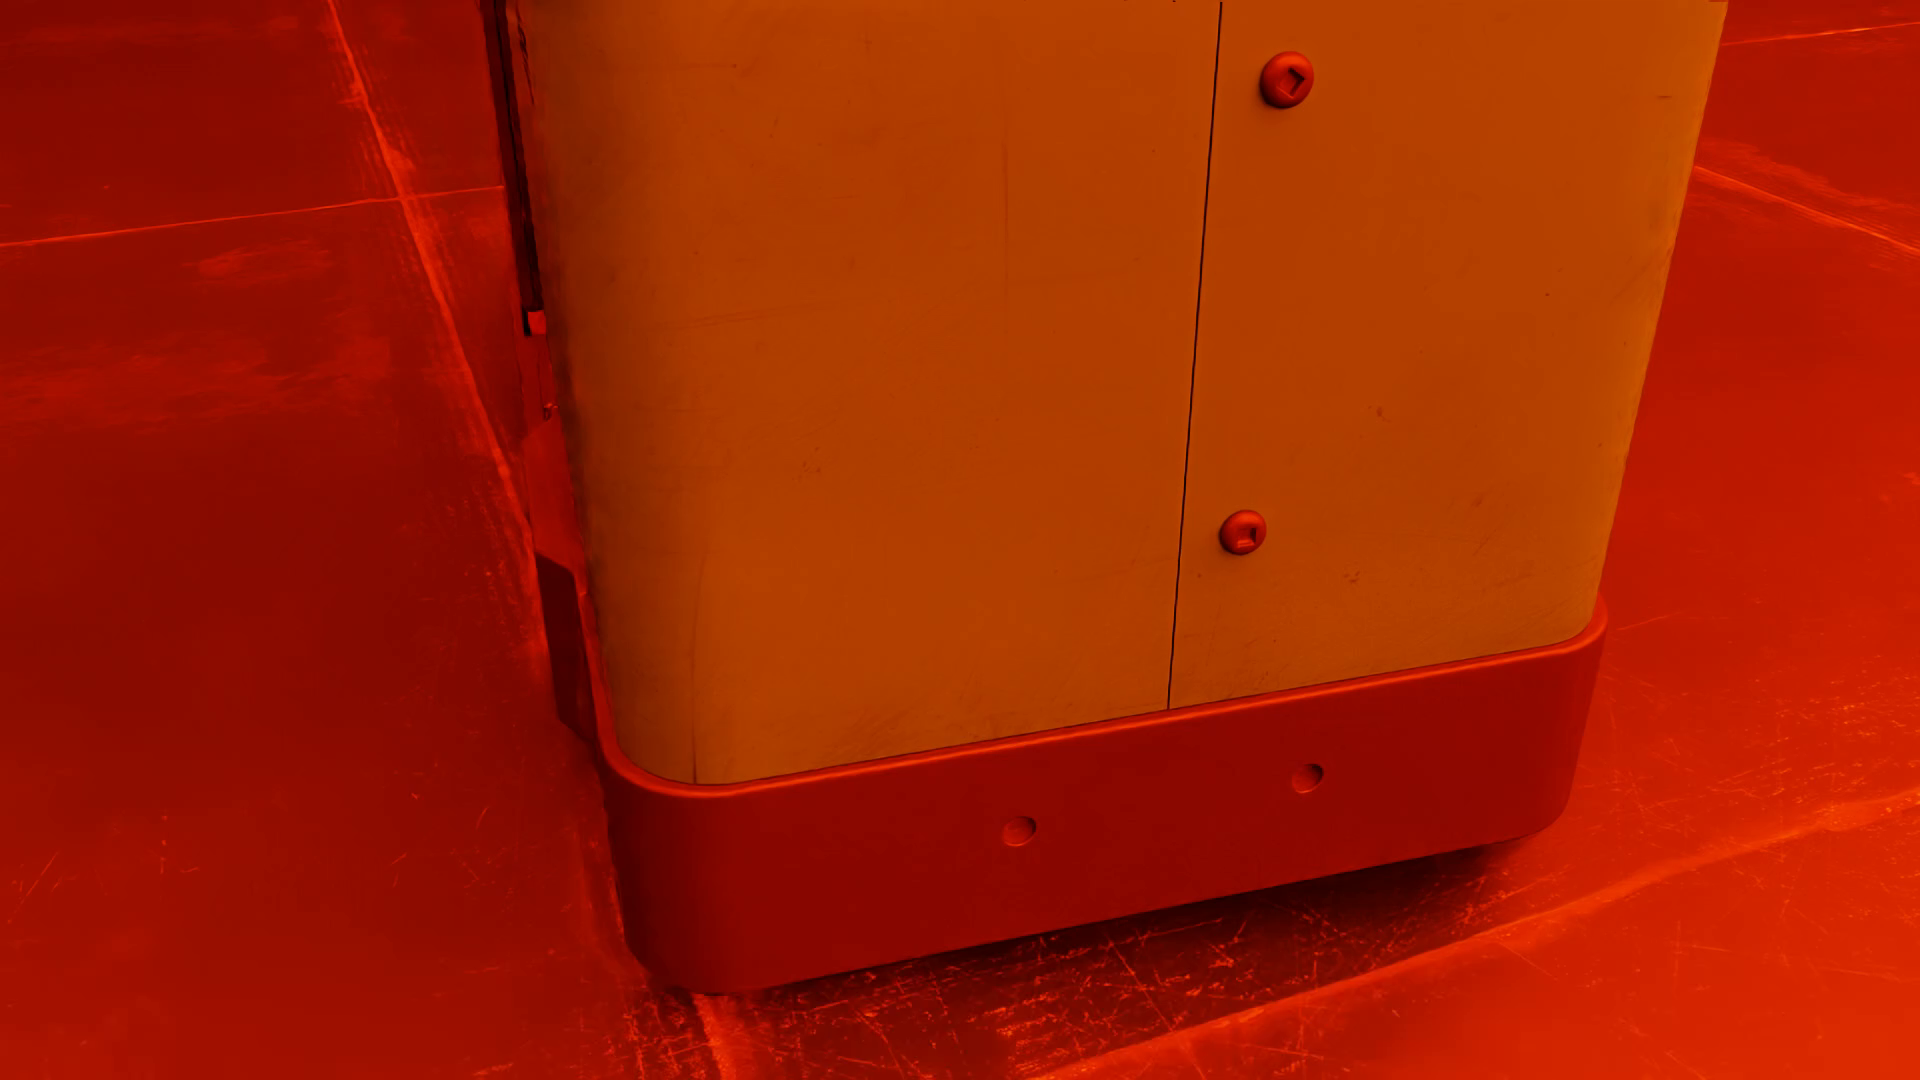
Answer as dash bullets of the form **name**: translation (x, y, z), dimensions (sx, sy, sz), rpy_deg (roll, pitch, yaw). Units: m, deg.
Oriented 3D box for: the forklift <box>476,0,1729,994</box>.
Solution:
- **forklift**: translation (-0.209, -1.556, 2.270), dimensions (1.130, 2.935, 3.031), rpy_deg (-8, 31, -14)
